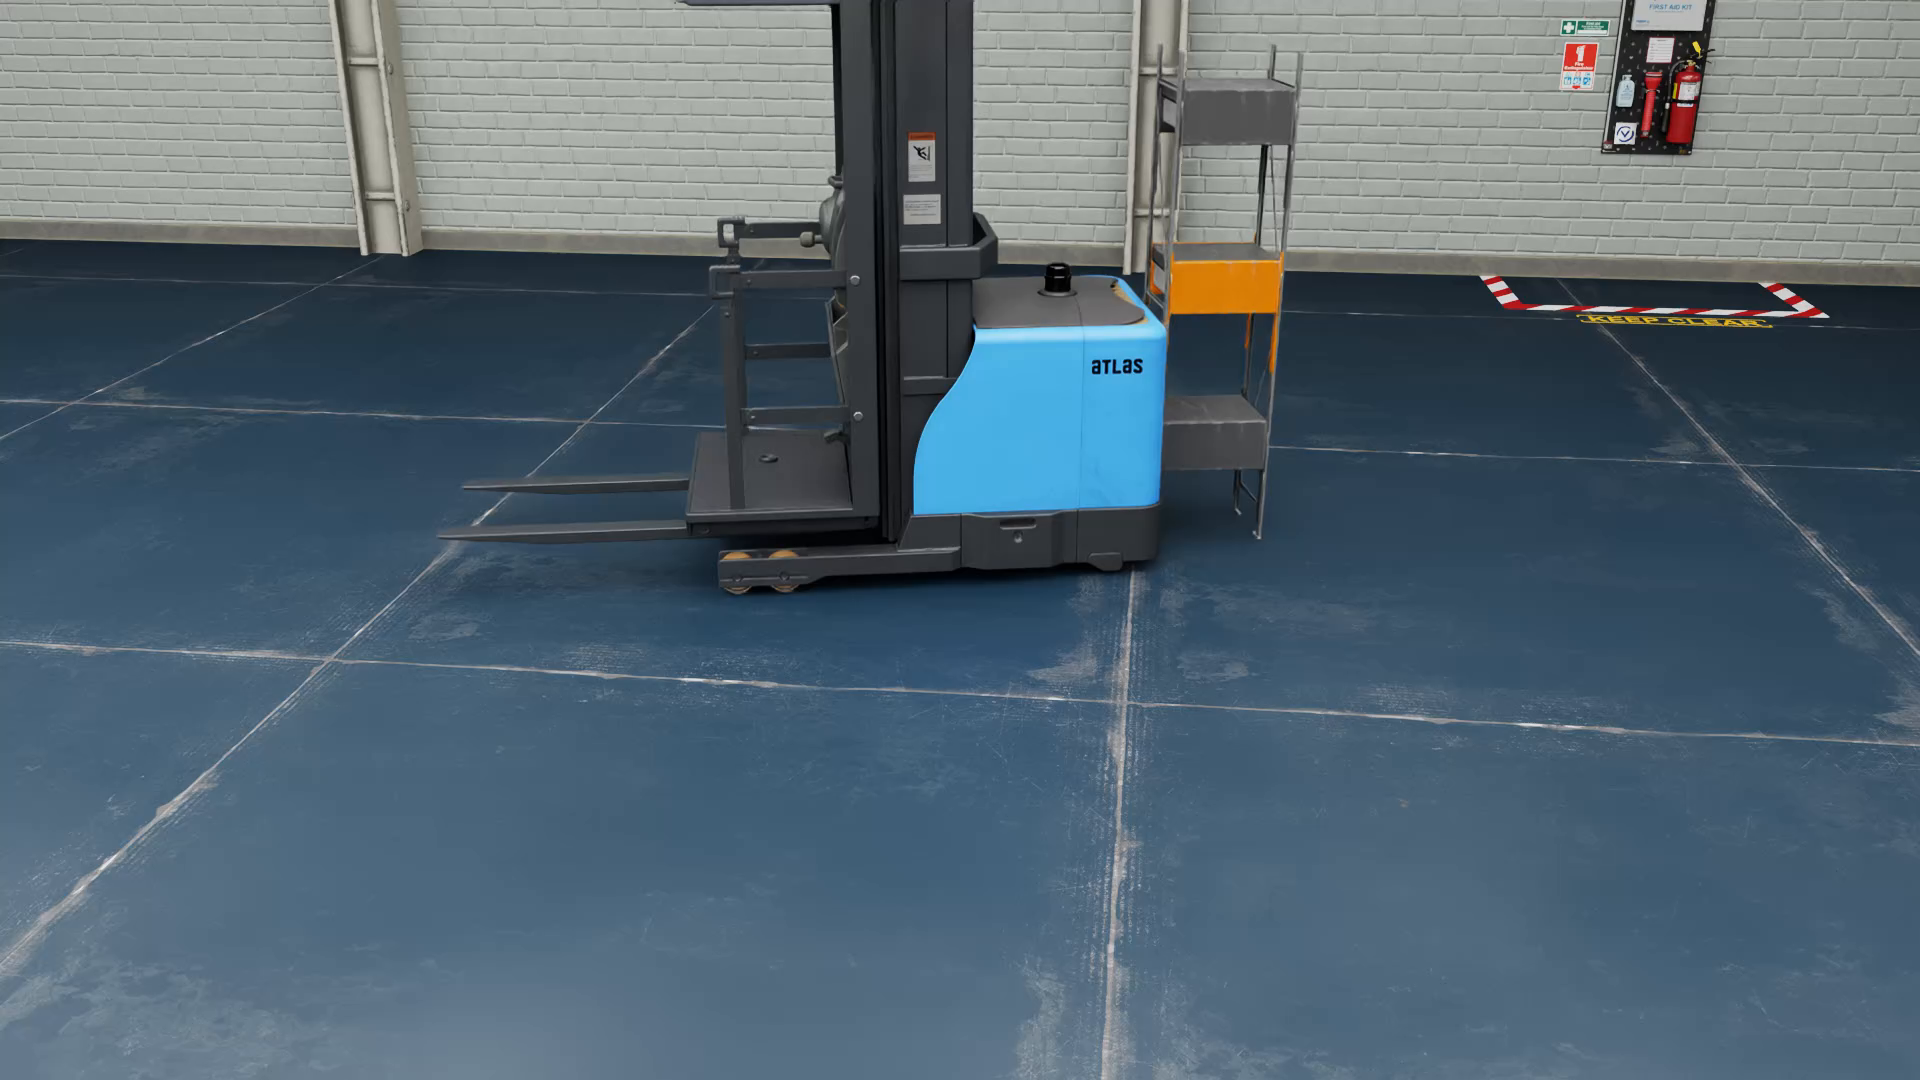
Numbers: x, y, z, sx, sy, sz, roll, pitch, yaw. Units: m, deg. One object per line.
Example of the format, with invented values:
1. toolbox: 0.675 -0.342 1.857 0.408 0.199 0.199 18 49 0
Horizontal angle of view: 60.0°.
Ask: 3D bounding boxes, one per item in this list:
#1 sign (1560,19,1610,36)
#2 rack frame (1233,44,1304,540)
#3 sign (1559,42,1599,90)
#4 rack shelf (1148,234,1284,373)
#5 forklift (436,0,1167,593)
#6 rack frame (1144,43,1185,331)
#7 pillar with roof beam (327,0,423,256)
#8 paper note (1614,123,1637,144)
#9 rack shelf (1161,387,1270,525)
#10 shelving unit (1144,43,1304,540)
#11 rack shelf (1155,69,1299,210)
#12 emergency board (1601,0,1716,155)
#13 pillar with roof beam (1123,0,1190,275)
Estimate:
1. sign: 4.413 -3.617 11.740 0.331 0.109 0.001 2 22 6
2. rack frame: 1.331 -1.049 7.236 0.015 2.100 0.400 -2 22 -7
3. sign: 4.410 -3.374 11.846 0.234 0.329 0.001 2 22 6
4. rack shelf: 1.089 -1.029 7.212 0.480 0.518 0.431 -2 22 -7
5. forklift: -0.693 -1.347 6.861 3.031 2.935 1.130 -2 22 -5
6. rack frame: 0.847 -1.034 7.178 0.015 2.100 0.400 -2 22 -7
7. pillar with roof beam: -5.027 -4.912 7.626 0.400 9.000 9.100 2 22 6
8. paper note: 4.779 -2.919 11.942 0.142 0.148 0.016 2 22 6
9. rack shelf: 1.077 -0.377 7.468 0.480 0.518 0.431 -2 22 -7
10. shelving unit: 1.089 -1.041 7.207 0.503 2.100 0.431 -2 22 -7
11. rack shelf: 1.100 -1.680 6.956 0.480 0.518 0.431 -2 22 -7
12. emergency board: 4.947 -3.296 11.697 0.643 1.169 0.194 2 22 6
13. pillar with roof beam: 0.931 -4.653 6.969 0.400 9.000 9.100 2 22 6
